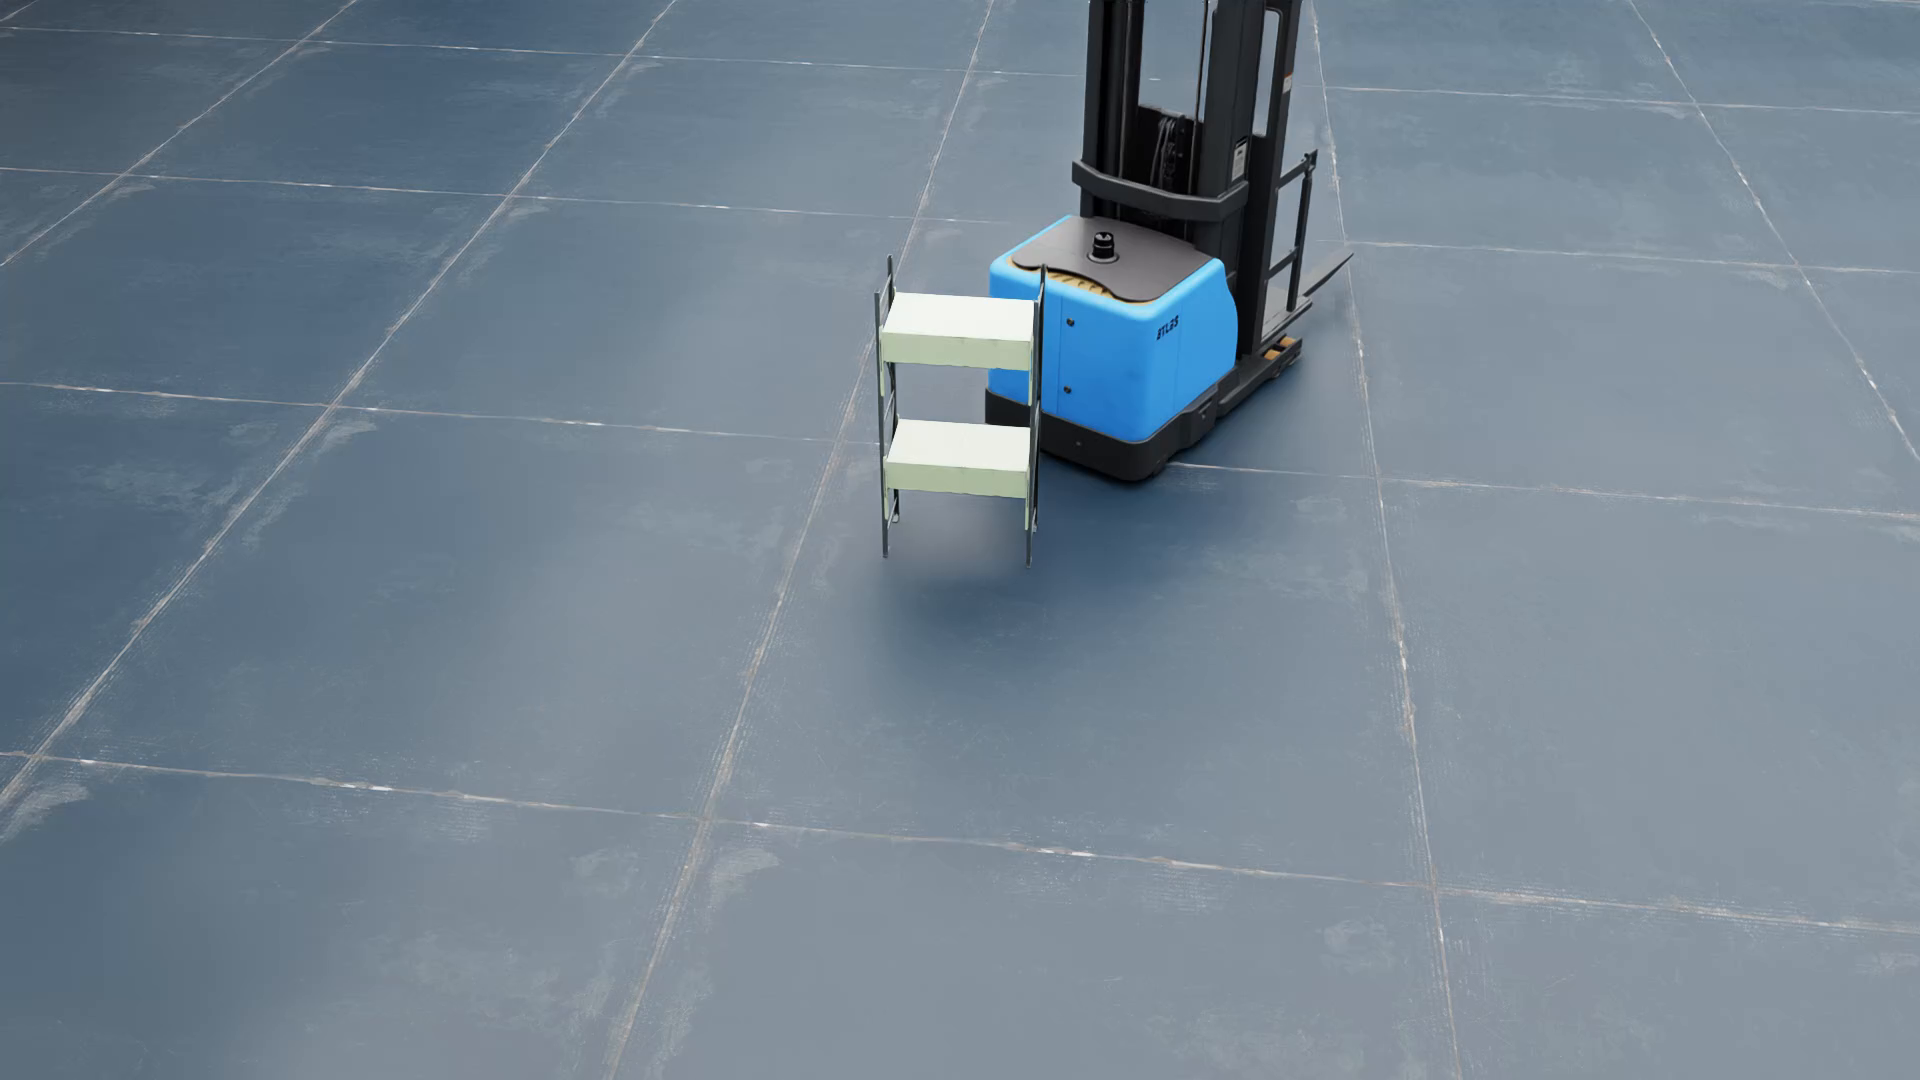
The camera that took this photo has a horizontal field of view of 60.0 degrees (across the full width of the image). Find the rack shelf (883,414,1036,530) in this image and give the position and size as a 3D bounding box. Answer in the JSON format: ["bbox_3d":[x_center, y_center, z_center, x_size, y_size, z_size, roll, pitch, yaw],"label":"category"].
[{"bbox_3d":[0.007,-0.345,8.360,0.720,0.370,0.431,4,36,6],"label":"rack shelf"}]

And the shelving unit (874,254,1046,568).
[{"bbox_3d":[0.007,-0.610,8.171,0.755,1.500,0.431,4,36,6],"label":"shelving unit"}]

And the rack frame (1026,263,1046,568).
[{"bbox_3d":[0.370,-0.583,8.133,0.023,1.500,0.400,4,36,6],"label":"rack frame"}]

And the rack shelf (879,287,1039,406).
[{"bbox_3d":[0.007,-0.928,7.944,0.720,0.370,0.431,4,36,6],"label":"rack shelf"}]

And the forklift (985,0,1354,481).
[{"bbox_3d":[1.418,-2.316,9.329,1.130,2.935,3.031,23,42,29],"label":"forklift"}]

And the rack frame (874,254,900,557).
[{"bbox_3d":[-0.356,-0.637,8.209,0.023,1.500,0.400,4,36,6],"label":"rack frame"}]
